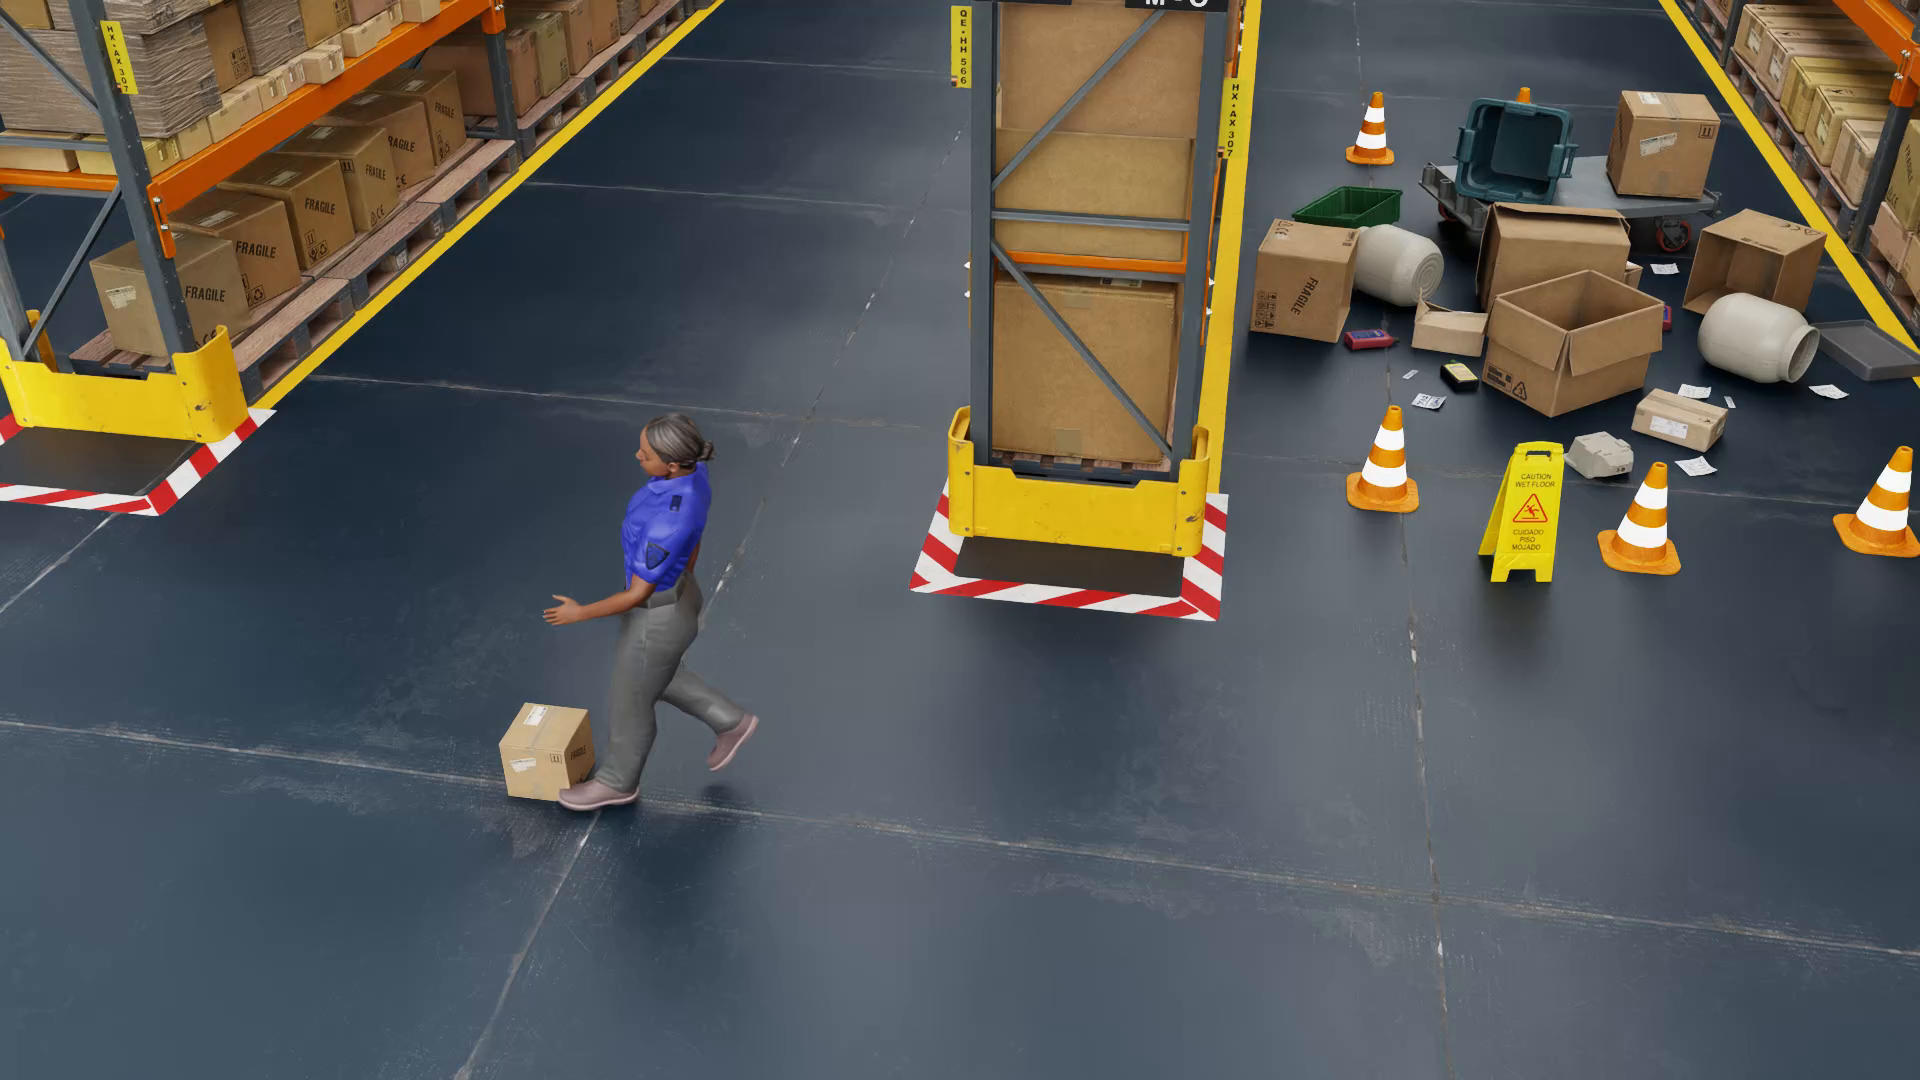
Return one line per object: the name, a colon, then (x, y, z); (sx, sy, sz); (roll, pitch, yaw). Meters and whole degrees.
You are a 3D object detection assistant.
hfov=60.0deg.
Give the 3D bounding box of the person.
person: (-1.111, 0.254, 5.757); (0.743, 1.609, 0.525); (0, 33, 0)
